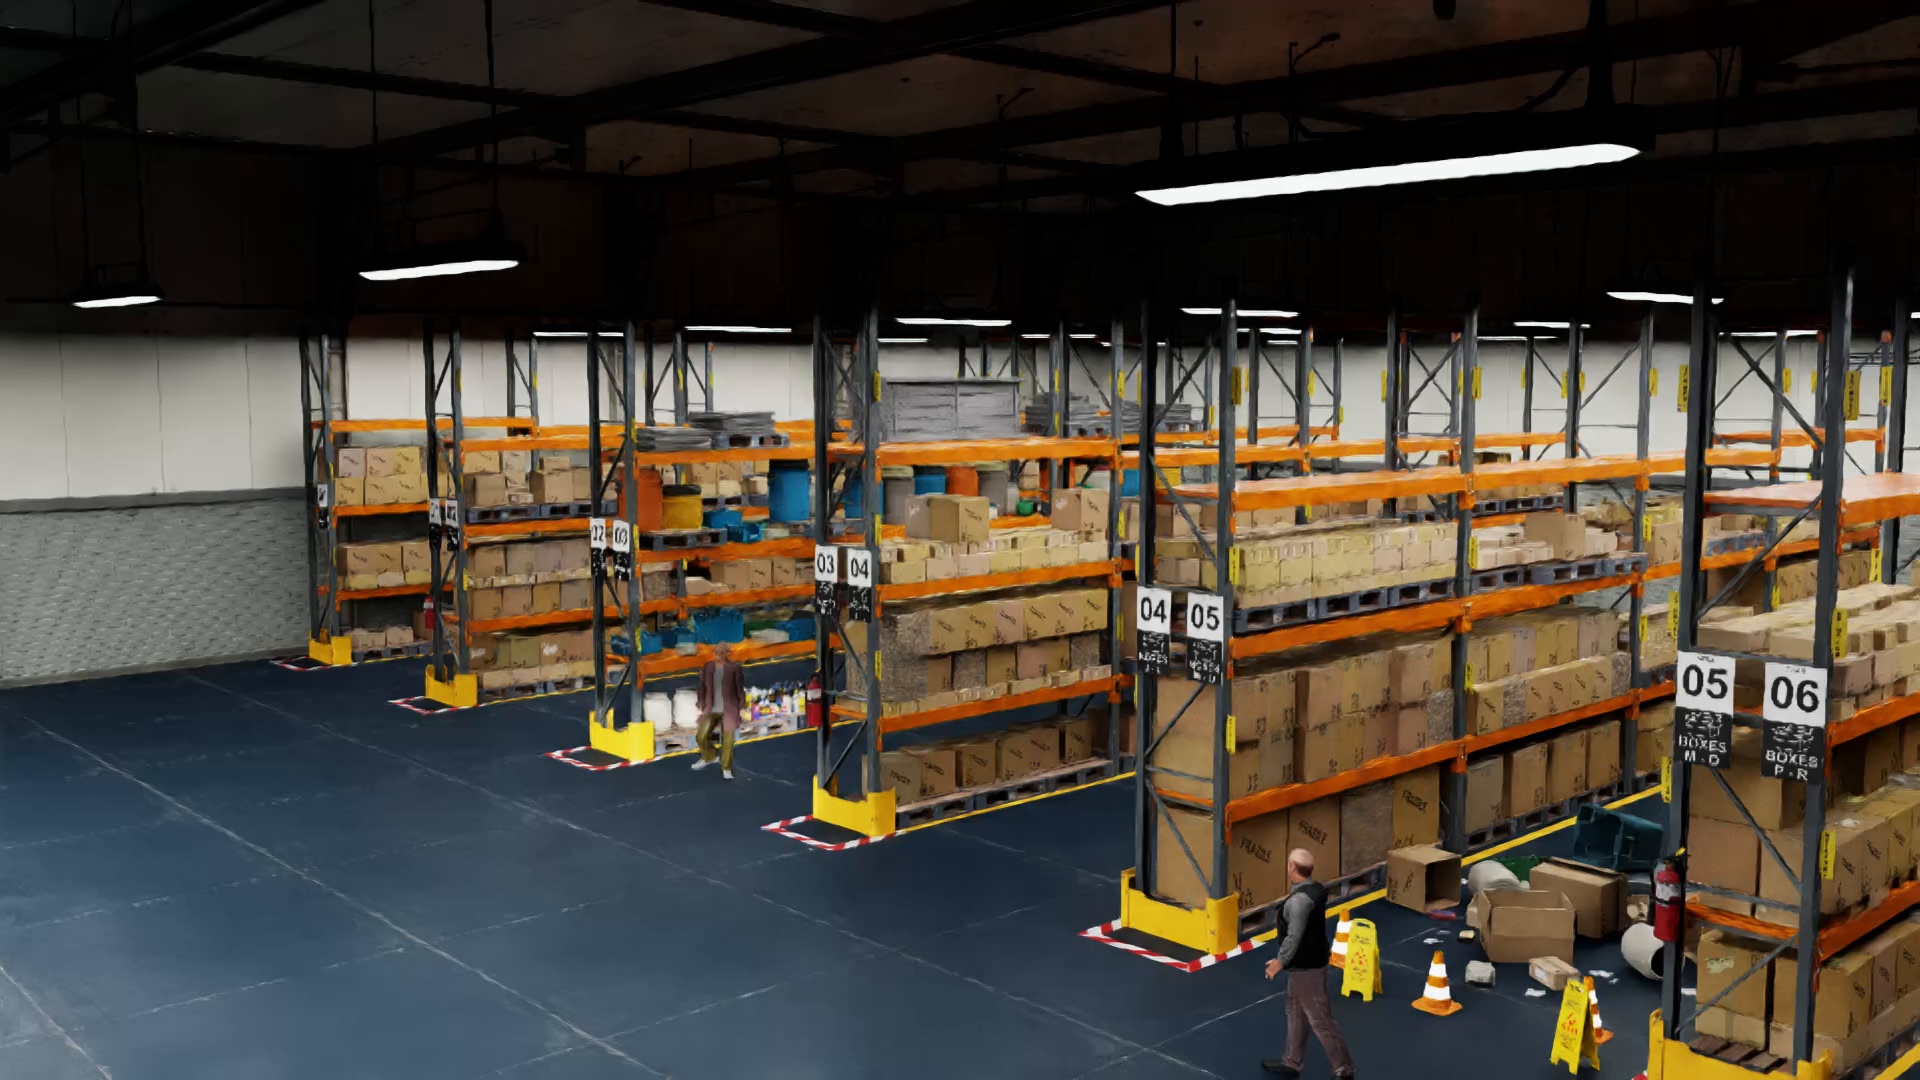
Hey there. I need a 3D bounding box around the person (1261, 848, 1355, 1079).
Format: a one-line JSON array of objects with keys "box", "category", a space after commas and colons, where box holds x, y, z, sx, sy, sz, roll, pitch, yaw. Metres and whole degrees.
[{"box": [2.539, 3.103, 12.090, 0.699, 1.718, 0.553, 2, 6, 19], "category": "person"}]

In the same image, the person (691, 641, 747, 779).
[{"box": [-3.094, 2.142, 21.202, 0.761, 1.768, 0.547, 1, 6, 8], "category": "person"}]
